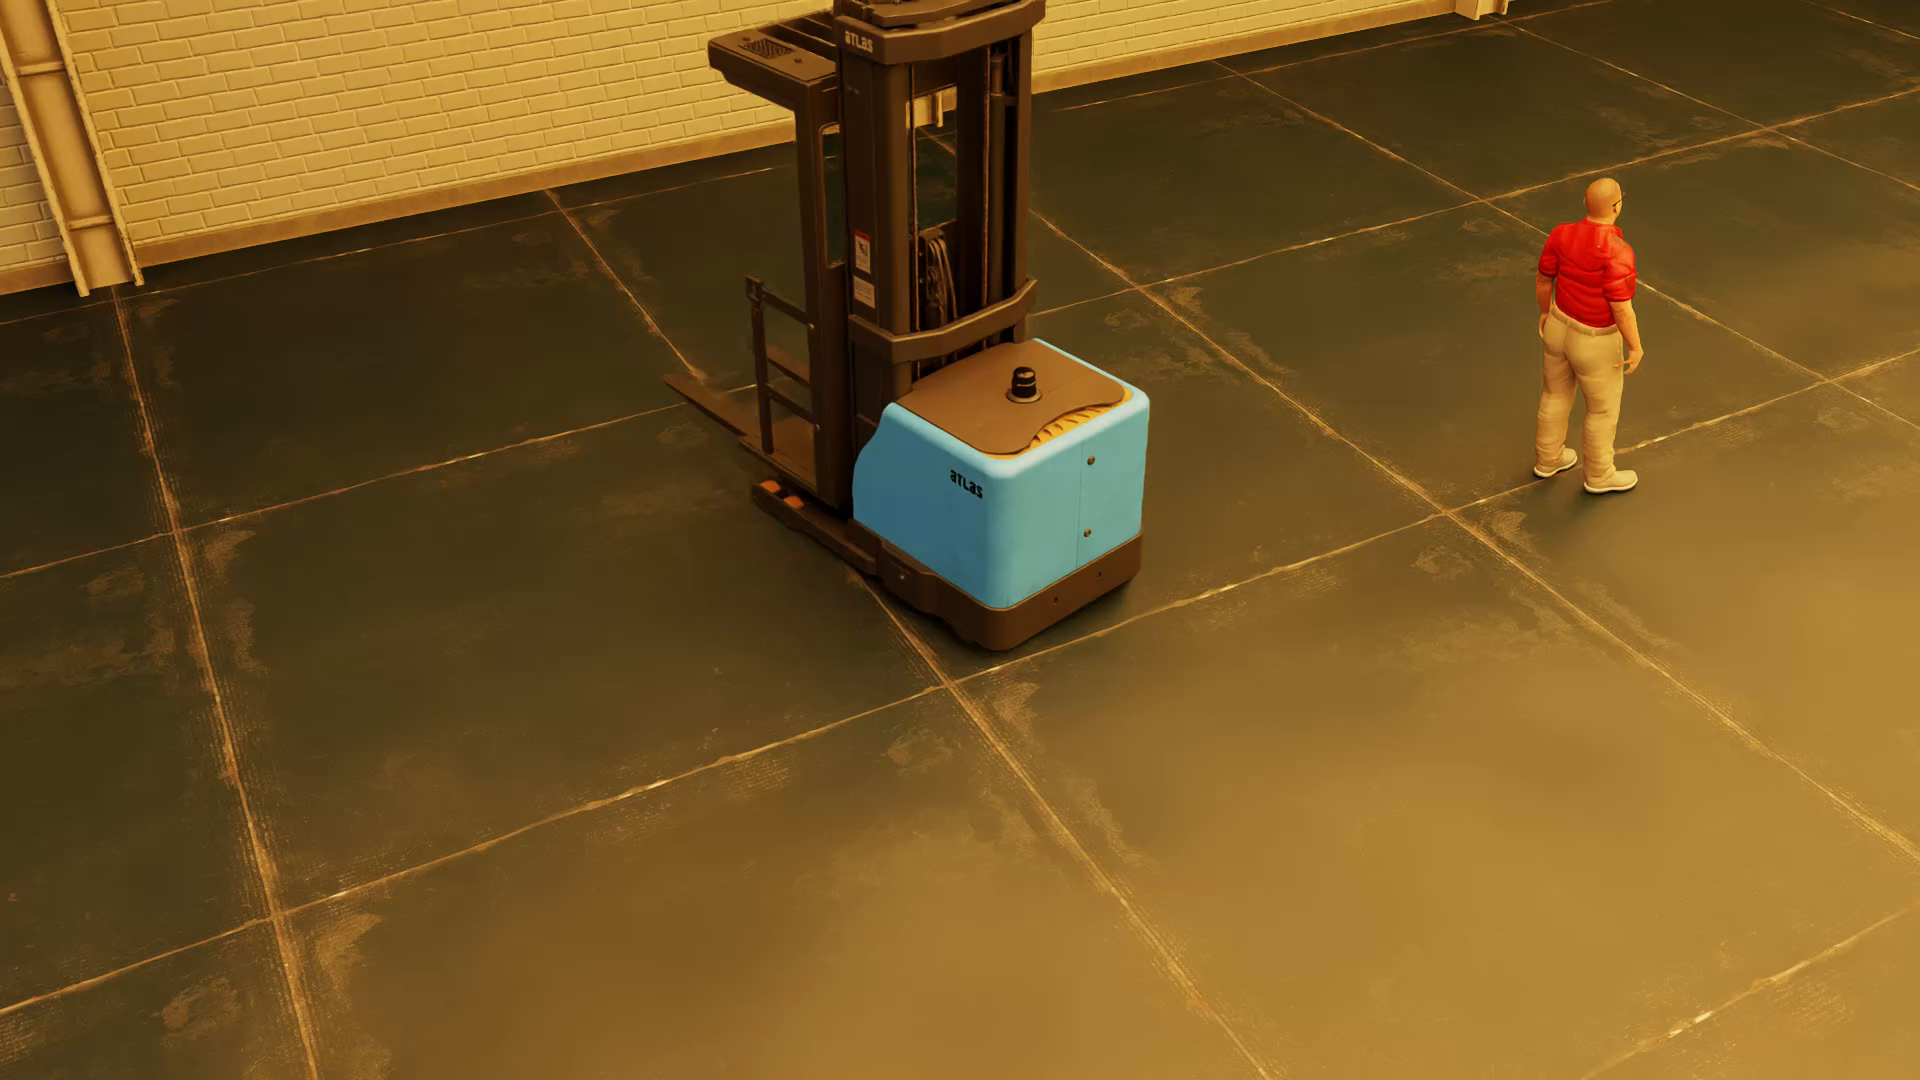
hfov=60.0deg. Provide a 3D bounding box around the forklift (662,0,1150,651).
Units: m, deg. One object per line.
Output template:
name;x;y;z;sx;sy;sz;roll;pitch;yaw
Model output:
forklift;-0.459;-1.442;8.163;1.130;2.935;3.031;-28;44;-33

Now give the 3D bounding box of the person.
person;3.321;-1.080;8.680;0.551;1.727;0.640;-20;40;-26
